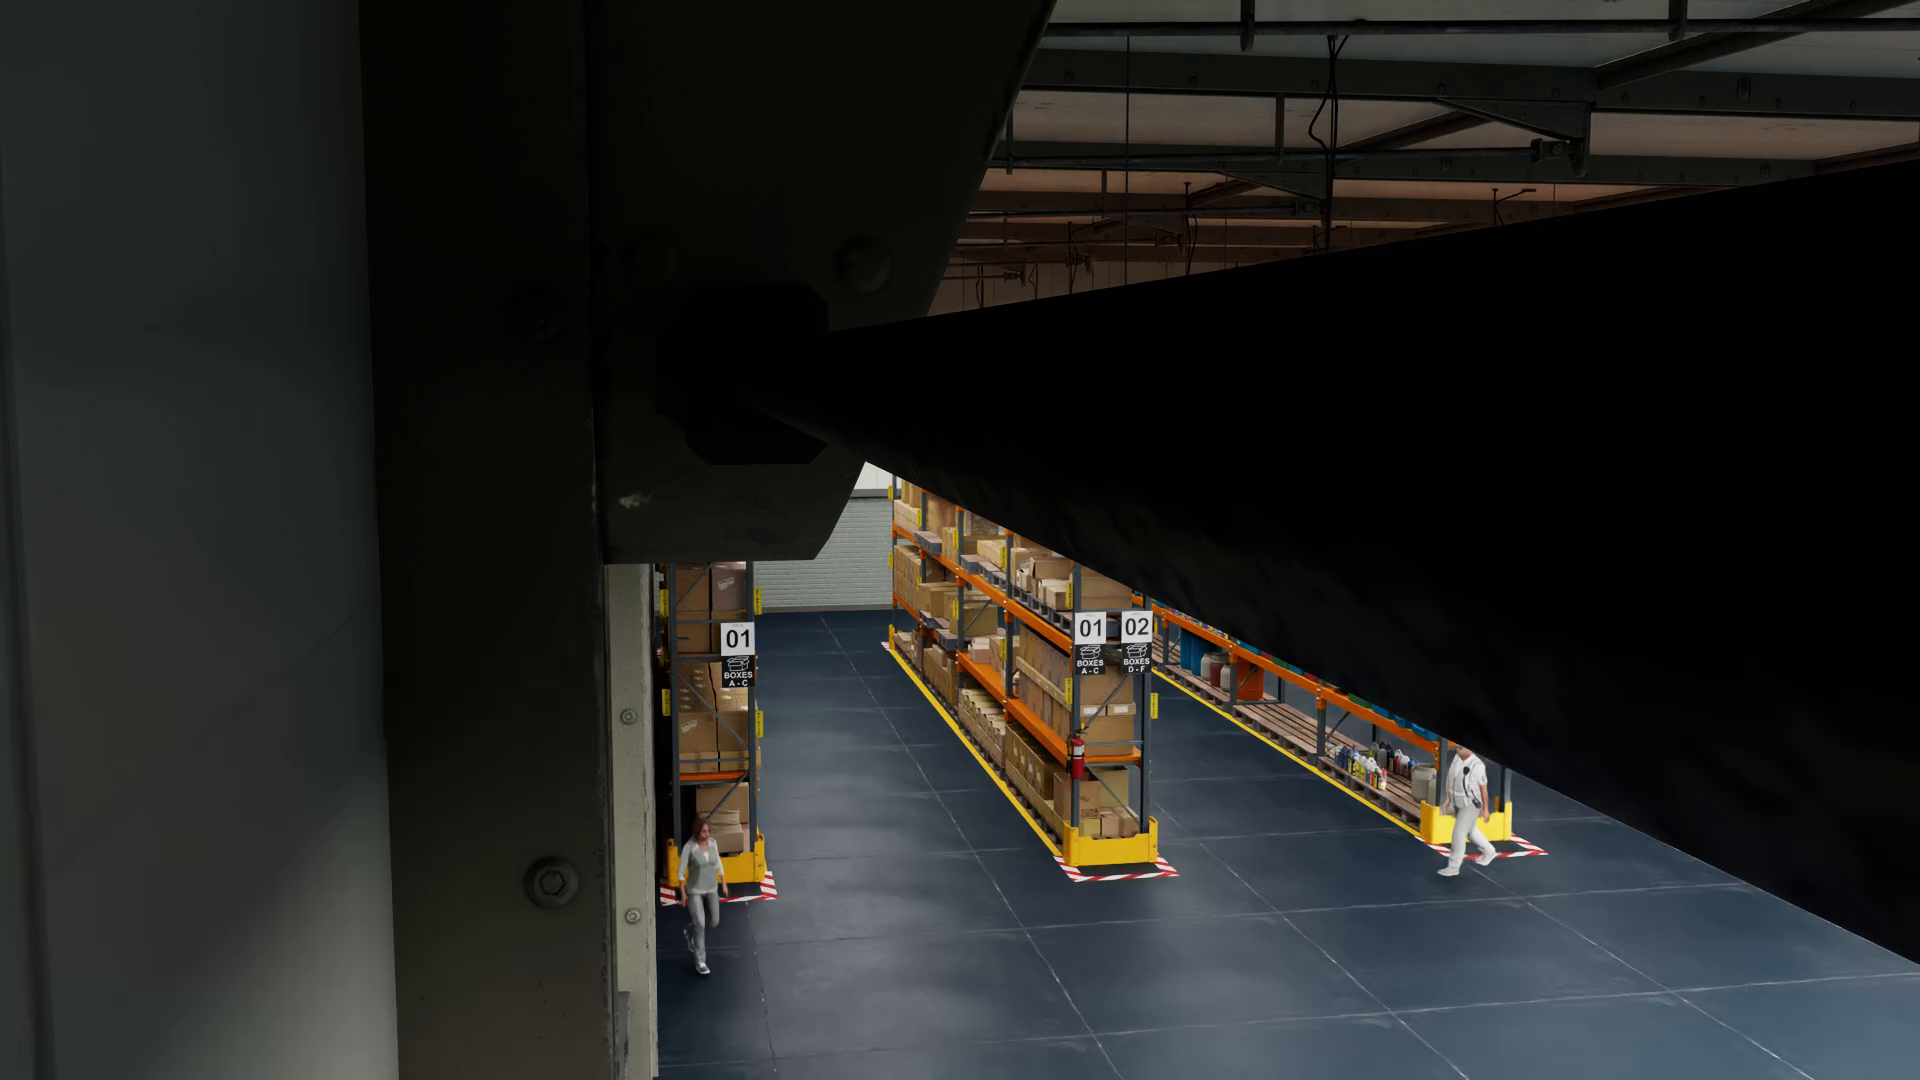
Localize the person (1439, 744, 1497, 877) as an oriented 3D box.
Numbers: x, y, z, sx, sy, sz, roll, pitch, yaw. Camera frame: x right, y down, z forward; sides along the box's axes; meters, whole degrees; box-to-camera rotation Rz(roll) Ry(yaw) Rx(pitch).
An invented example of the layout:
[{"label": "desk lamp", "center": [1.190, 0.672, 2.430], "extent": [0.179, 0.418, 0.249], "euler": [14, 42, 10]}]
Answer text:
[{"label": "person", "center": [6.293, 3.241, 20.559], "extent": [0.956, 1.723, 0.554], "euler": [-2, 6, -16]}]

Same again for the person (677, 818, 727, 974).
[{"label": "person", "center": [-2.700, 3.661, 17.360], "extent": [0.523, 1.584, 0.658], "euler": [-5, 8, -39]}]
